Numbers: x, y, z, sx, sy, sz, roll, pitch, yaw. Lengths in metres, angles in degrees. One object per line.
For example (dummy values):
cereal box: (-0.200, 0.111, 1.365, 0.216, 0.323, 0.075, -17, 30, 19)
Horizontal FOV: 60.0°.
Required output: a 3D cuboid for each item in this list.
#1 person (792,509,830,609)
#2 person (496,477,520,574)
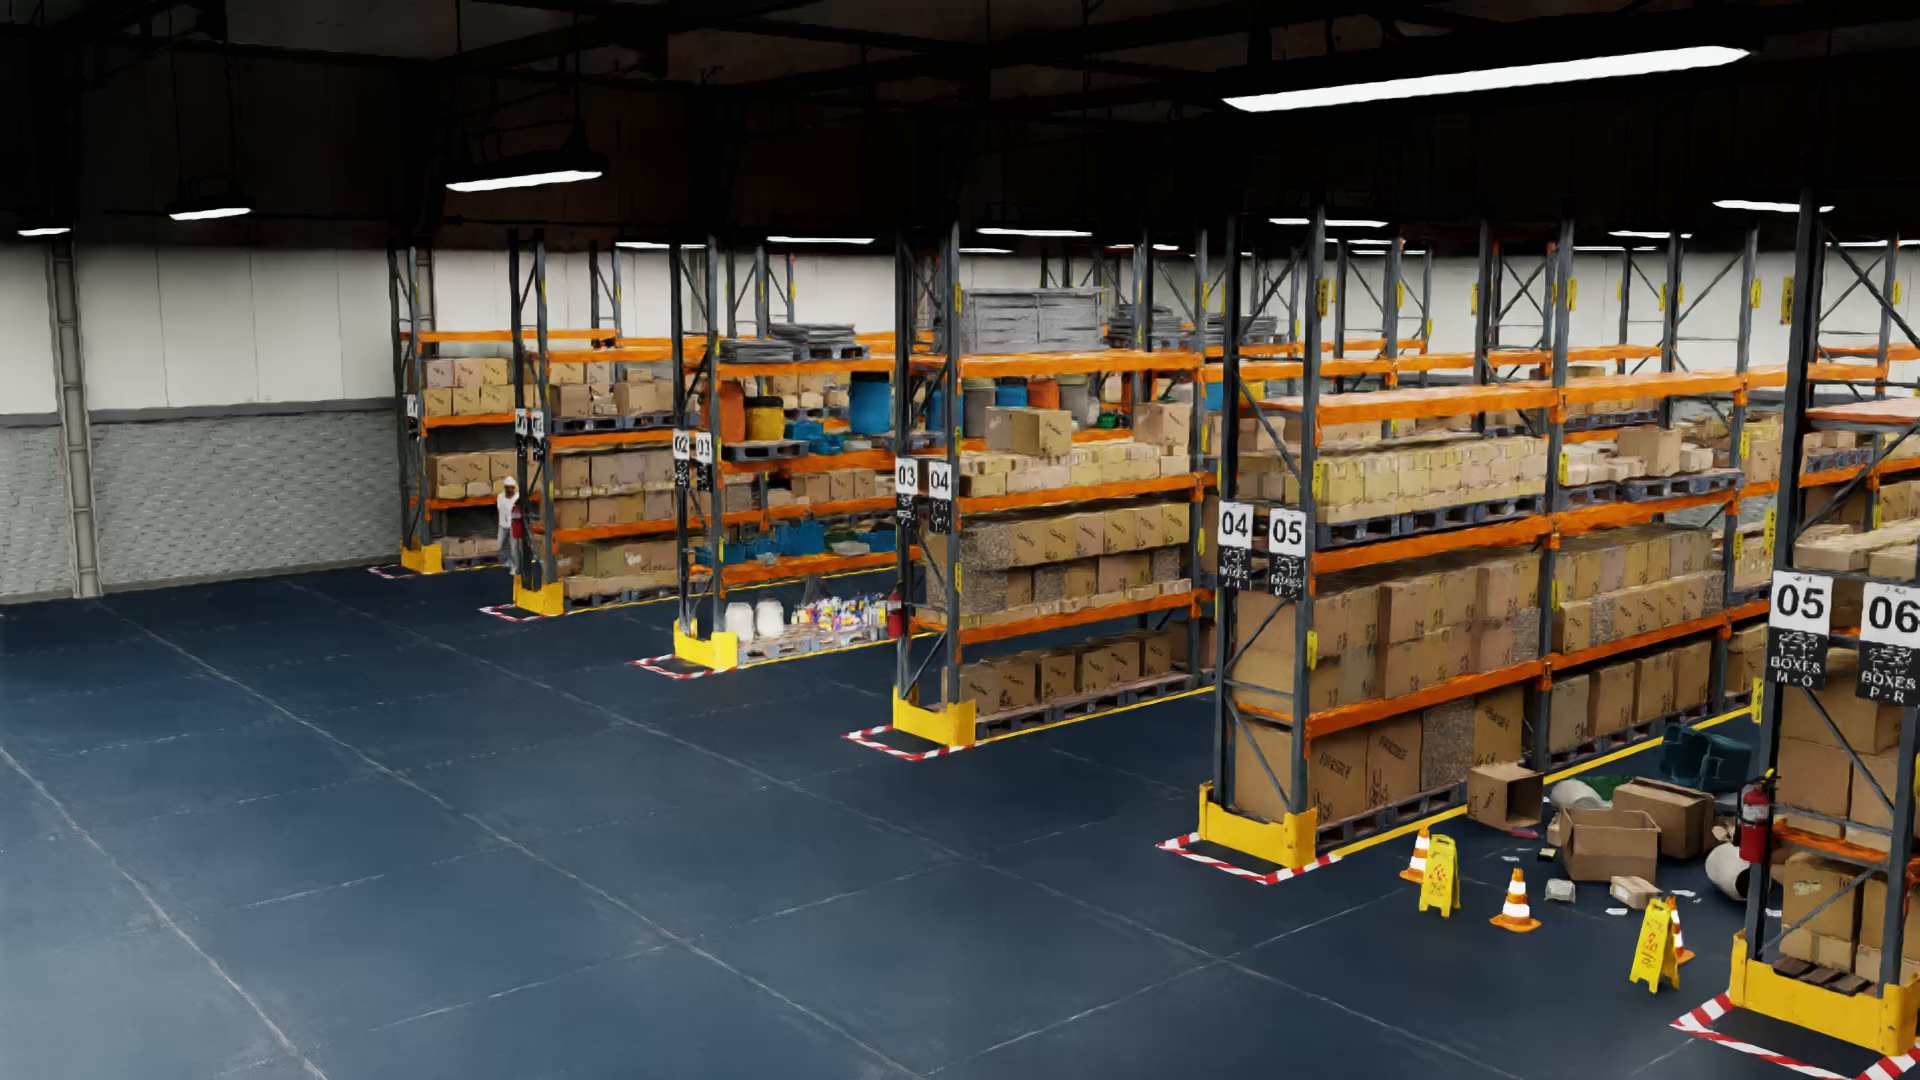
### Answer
person: (-2.418, 0.284, 26.656, 0.437, 1.594, 1.006, 8, 12, 41)
person: (-8.029, -0.266, 29.728, 0.615, 1.756, 0.545, 1, 9, 10)
